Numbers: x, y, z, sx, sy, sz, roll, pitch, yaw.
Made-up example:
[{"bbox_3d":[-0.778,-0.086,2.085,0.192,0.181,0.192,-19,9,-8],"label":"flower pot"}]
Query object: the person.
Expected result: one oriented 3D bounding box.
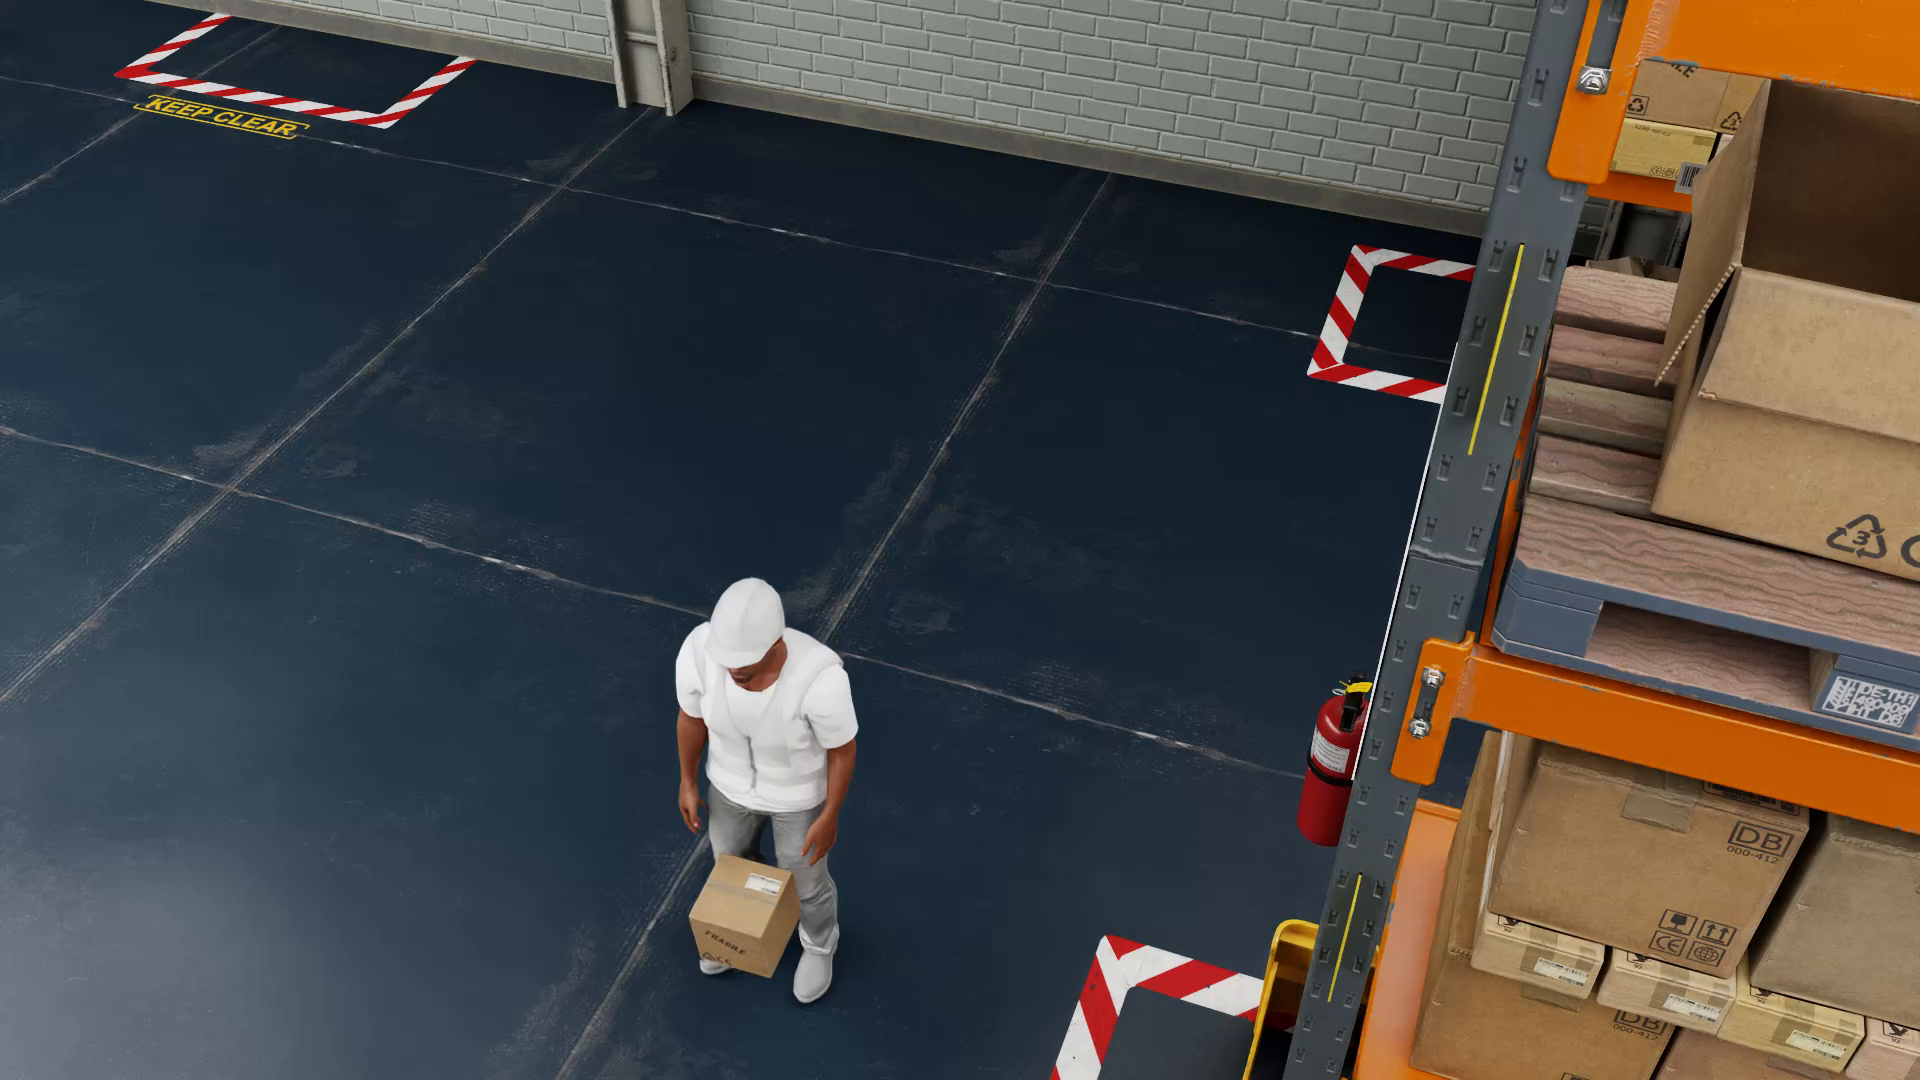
[{"bbox_3d":[-0.602,0.775,5.259,0.589,1.765,0.425,12,43,14],"label":"person"}]
